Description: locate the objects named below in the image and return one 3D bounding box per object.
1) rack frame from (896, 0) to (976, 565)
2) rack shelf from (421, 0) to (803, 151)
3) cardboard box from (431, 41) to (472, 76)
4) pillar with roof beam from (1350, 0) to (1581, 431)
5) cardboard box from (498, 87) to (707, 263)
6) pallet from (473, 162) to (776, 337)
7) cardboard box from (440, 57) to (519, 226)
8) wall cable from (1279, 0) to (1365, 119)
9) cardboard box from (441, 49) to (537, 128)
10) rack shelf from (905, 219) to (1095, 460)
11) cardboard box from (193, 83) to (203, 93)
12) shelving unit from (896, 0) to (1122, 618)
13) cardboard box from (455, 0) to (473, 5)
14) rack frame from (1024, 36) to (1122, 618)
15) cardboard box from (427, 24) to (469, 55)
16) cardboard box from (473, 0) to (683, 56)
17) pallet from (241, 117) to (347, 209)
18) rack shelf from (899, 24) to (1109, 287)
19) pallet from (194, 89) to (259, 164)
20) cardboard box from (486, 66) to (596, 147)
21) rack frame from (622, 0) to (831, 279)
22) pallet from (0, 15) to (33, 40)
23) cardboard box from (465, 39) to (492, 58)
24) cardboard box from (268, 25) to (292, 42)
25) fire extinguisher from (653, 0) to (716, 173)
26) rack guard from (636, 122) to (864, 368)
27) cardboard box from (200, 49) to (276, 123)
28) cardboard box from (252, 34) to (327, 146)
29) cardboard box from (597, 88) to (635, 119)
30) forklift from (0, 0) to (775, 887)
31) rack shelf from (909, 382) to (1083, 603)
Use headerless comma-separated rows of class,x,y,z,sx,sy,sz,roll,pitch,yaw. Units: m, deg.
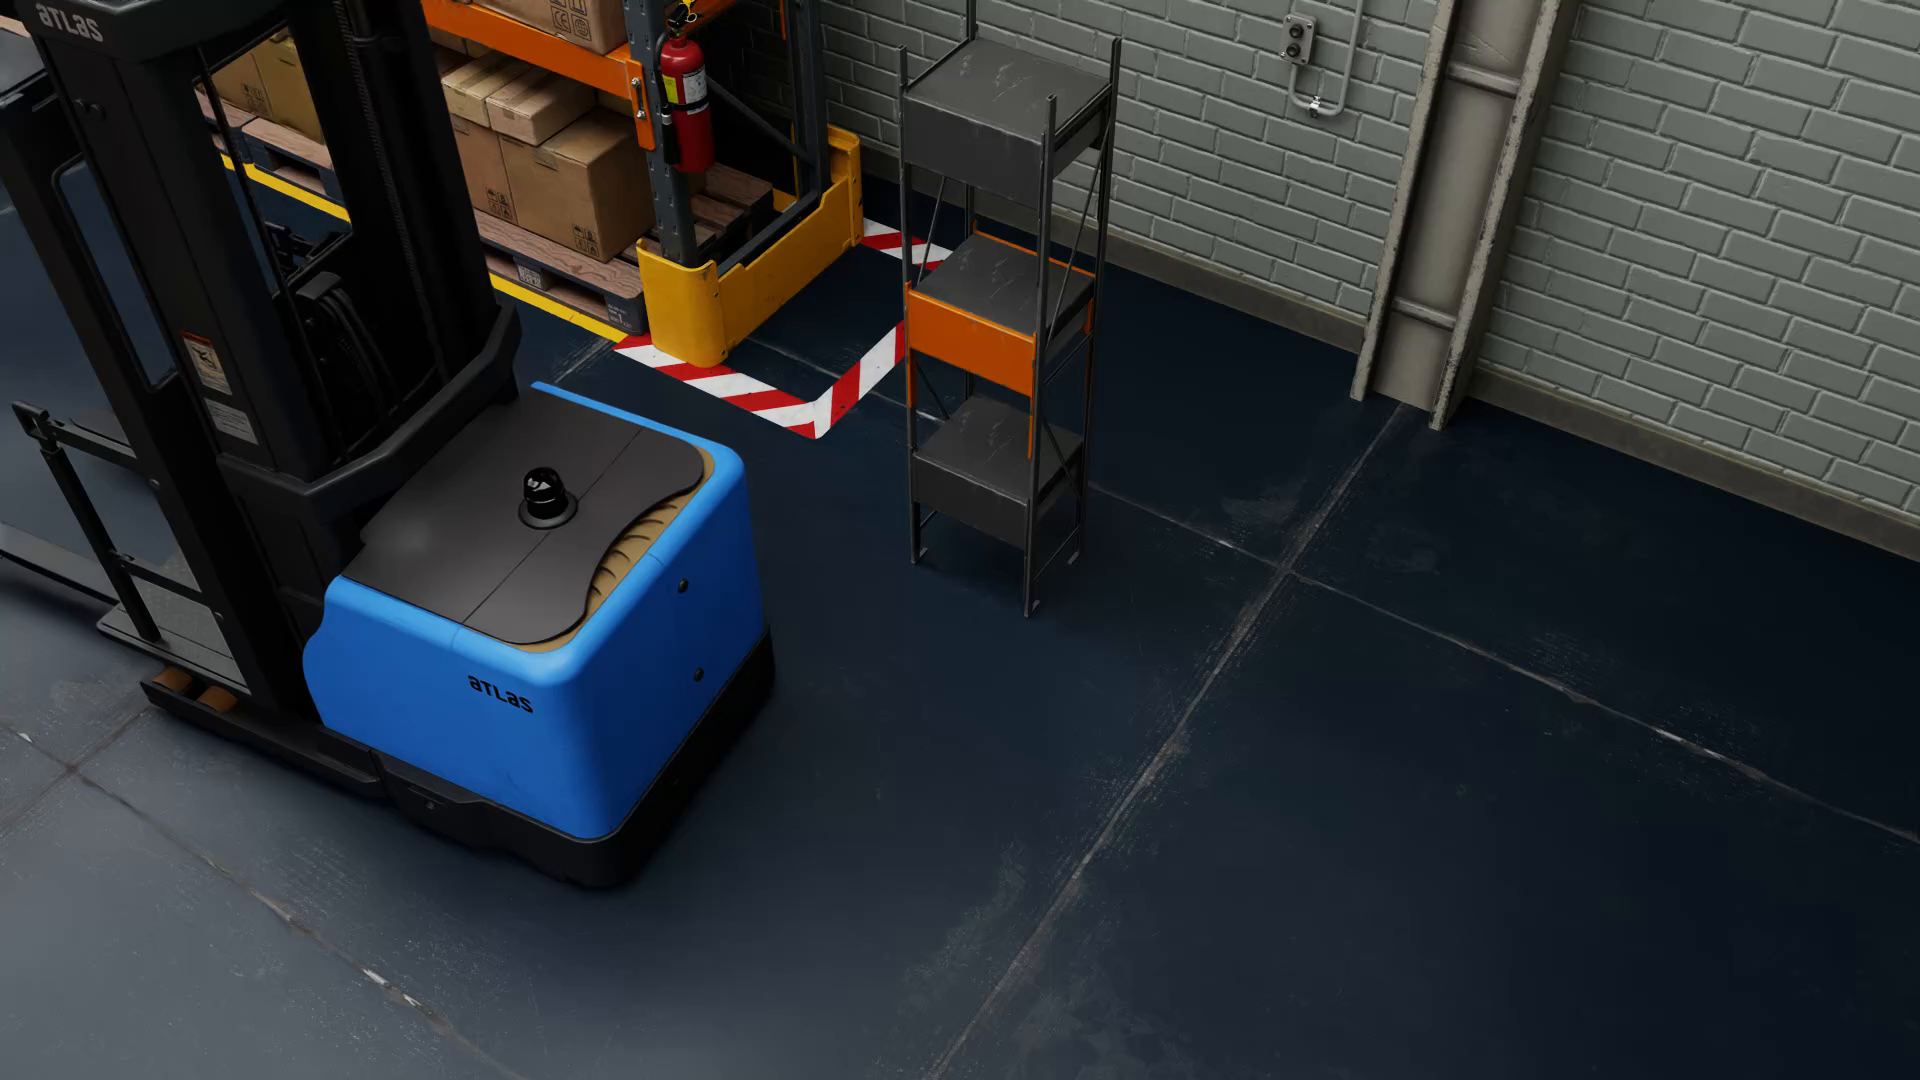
rack frame,-0.066,-0.762,5.526,0.015,2.100,0.400,25,51,22
rack shelf,-2.577,-2.696,7.280,4.000,0.370,1.077,25,51,22
cardboard box,-2.381,-2.047,7.597,0.500,0.500,0.700,23,50,21
pillar with roof beam,-0.478,-1.141,1.084,0.400,9.000,9.100,25,51,22
cardboard box,-1.536,-1.659,7.220,0.500,0.500,0.700,25,51,22
pallet,-1.608,-1.463,7.525,1.213,0.211,1.003,25,51,22
cardboard box,-1.958,-1.852,7.409,0.500,0.500,0.700,25,51,22
wall cable,0.695,-2.602,5.979,1.851,1.984,0.084,25,51,22
cardboard box,-1.958,-1.923,7.025,0.250,0.149,0.380,26,51,23
rack shelf,0.139,-0.658,5.444,0.480,0.518,0.431,25,51,22
cardboard box,-3.686,-2.645,8.179,0.500,0.500,0.700,25,51,23
shelving unit,0.139,-0.668,5.435,0.503,2.100,0.431,25,51,22
cardboard box,-1.946,-2.744,6.615,0.700,0.700,0.980,24,51,22
rack frame,0.345,-0.573,5.343,0.015,2.100,0.400,25,51,22
cardboard box,-2.175,-2.348,7.438,0.250,0.149,0.380,25,51,23
cardboard box,-1.328,-2.469,6.348,0.700,0.700,0.980,27,52,24
pallet,-2.631,-1.936,7.984,1.213,0.211,1.003,25,51,22
rack shelf,0.139,-1.146,4.942,0.480,0.518,0.431,25,51,22
pallet,-3.662,-2.408,8.443,1.213,0.211,1.003,25,51,22
cardboard box,-1.743,-1.824,6.929,0.250,0.149,0.380,24,51,22
rack frame,-0.893,-2.173,6.270,0.127,3.000,1.000,25,51,22
pallet,-4.950,-3.003,9.021,1.213,0.211,1.003,25,51,22
cardboard box,-1.960,-2.250,7.343,0.250,0.149,0.380,25,51,22
cardboard box,-3.057,-2.427,7.514,0.250,0.149,0.380,23,50,21
fire extinguisher,-1.015,-1.679,6.104,0.183,0.674,0.296,25,51,22
rack guard,-0.873,-1.292,7.157,0.348,0.500,1.175,25,51,22
cardboard box,-3.265,-2.449,7.988,0.500,0.500,0.700,24,51,22
cardboard box,-2.834,-2.249,7.794,0.500,0.500,0.700,26,51,23
cardboard box,-1.323,-1.957,7.058,0.250,0.149,0.380,25,51,22
forklift,-2.191,-0.690,4.876,3.031,2.935,1.130,19,49,18
rack shelf,0.139,-0.170,5.946,0.480,0.518,0.431,25,51,22
